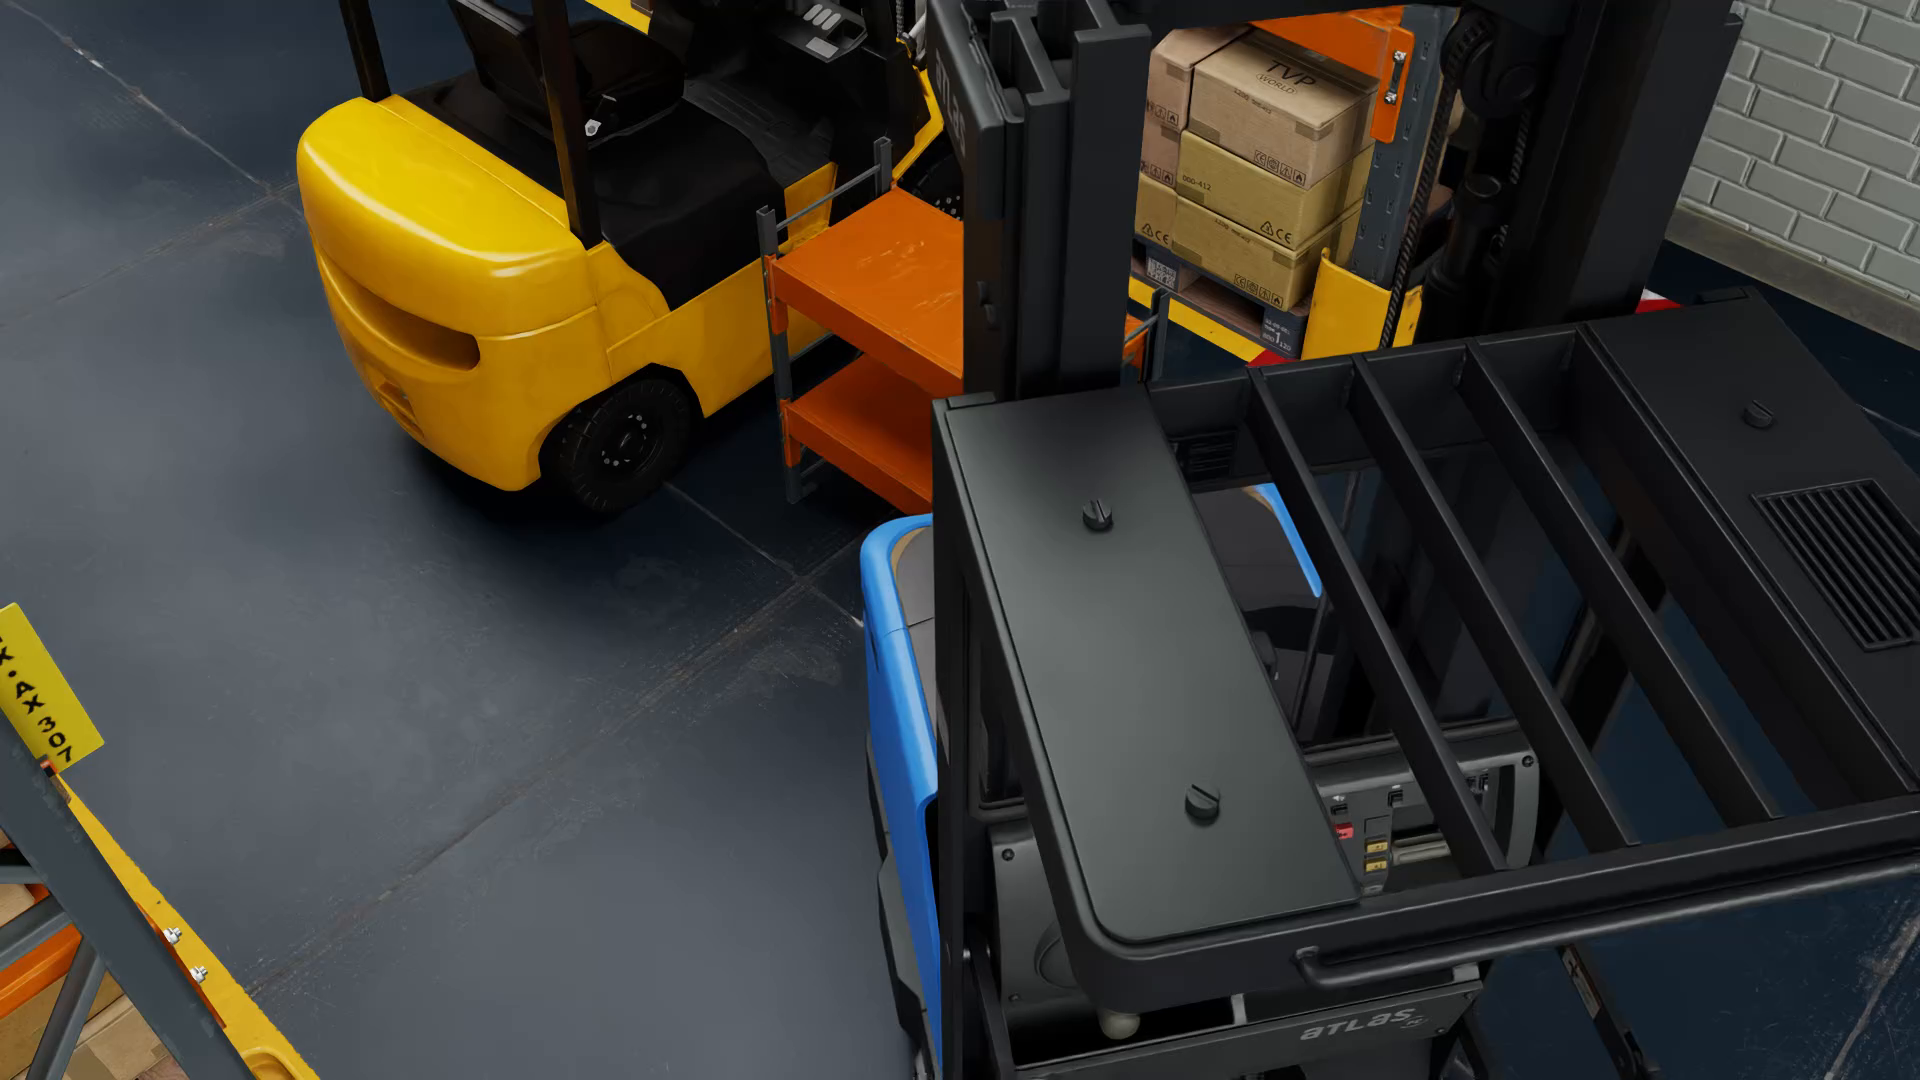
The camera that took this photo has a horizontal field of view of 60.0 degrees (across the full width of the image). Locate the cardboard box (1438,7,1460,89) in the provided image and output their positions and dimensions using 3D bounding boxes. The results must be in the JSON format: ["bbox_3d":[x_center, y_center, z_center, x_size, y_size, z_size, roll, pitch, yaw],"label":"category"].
[{"bbox_3d":[1.435,-1.734,5.733,0.500,0.250,0.500,33,55,27],"label":"cardboard box"}]

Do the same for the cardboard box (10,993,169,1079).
[{"bbox_3d":[-2.110,1.061,3.794,0.500,0.250,0.500,33,55,27],"label":"cardboard box"}]

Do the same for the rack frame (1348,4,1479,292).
[{"bbox_3d":[1.659,-1.850,4.930,0.127,3.000,1.000,34,55,28],"label":"rack frame"}]

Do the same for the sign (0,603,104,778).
[{"bbox_3d":[-1.337,0.224,2.388,0.005,0.325,0.100,34,55,28],"label":"sign"}]

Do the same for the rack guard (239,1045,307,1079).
[{"bbox_3d":[-1.760,1.629,3.378,0.348,0.500,1.175,34,55,28],"label":"rack guard"}]

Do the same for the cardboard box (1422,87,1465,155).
[{"bbox_3d":[1.455,-1.567,5.919,0.500,0.250,0.500,35,56,28],"label":"cardboard box"}]

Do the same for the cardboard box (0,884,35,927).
[{"bbox_3d":[-1.814,0.618,2.784,0.250,0.149,0.380,34,55,28],"label":"cardboard box"}]

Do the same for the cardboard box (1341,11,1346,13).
[{"bbox_3d":[1.120,-1.987,4.989,0.500,0.500,0.500,33,55,27],"label":"cardboard box"}]

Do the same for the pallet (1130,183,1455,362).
[{"bbox_3d":[1.069,-1.251,6.280,1.213,0.211,1.003,34,55,28],"label":"pallet"}]

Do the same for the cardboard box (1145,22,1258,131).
[{"bbox_3d":[0.730,-1.705,5.705,0.500,0.250,0.500,35,56,28],"label":"cardboard box"}]

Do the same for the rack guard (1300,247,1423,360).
[{"bbox_3d":[1.677,-0.983,5.830,0.348,0.500,1.175,34,55,28],"label":"rack guard"}]

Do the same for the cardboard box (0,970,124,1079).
[{"bbox_3d":[-2.127,0.793,3.531,0.500,0.500,0.500,32,55,27],"label":"cardboard box"}]

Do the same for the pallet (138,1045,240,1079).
[{"bbox_3d":[-2.333,1.307,3.878,1.213,0.211,1.003,34,55,28],"label":"pallet"}]

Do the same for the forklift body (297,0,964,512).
[{"bbox_3d":[-0.971,-1.520,5.202,1.214,2.155,2.313,34,55,28],"label":"forklift body"}]

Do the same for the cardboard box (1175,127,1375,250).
[{"bbox_3d":[1.090,-1.297,5.665,0.500,0.250,0.500,33,55,27],"label":"cardboard box"}]

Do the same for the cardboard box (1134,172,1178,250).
[{"bbox_3d":[0.741,-1.367,6.074,0.500,0.250,0.500,34,55,28],"label":"cardboard box"}]

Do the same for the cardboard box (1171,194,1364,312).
[{"bbox_3d":[1.100,-1.116,5.838,0.500,0.250,0.500,34,56,28],"label":"cardboard box"}]

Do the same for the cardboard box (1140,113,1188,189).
[{"bbox_3d":[0.728,-1.551,5.904,0.500,0.250,0.500,33,55,27],"label":"cardboard box"}]

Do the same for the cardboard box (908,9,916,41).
[{"bbox_3d":[-0.030,-2.044,6.367,0.500,0.250,0.500,34,55,28],"label":"cardboard box"}]

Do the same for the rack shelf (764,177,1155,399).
[{"bbox_3d":[-0.005,-0.589,4.630,1.000,0.278,0.538,34,55,28],"label":"rack shelf"}]

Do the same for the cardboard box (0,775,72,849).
[{"bbox_3d":[-1.864,0.292,2.646,0.500,0.500,0.500,33,55,27],"label":"cardboard box"}]

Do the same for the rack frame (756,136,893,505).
[{"bbox_3d":[-0.379,-0.640,5.079,0.032,1.125,0.500,34,55,28],"label":"rack frame"}]

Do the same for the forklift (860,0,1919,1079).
[{"bbox_3d":[0.557,0.672,2.608,1.130,2.935,3.031,-9,47,-8],"label":"forklift"}]

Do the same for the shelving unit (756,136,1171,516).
[{"bbox_3d":[-0.005,-0.388,4.843,1.048,1.125,0.538,34,55,28],"label":"shelving unit"}]

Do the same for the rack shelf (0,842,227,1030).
[{"bbox_3d":[-3.174,0.068,3.622,4.000,0.370,1.077,34,55,28],"label":"rack shelf"}]

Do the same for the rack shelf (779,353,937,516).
[{"bbox_3d":[-0.005,-0.221,5.021,1.000,0.278,0.538,34,55,28],"label":"rack shelf"}]

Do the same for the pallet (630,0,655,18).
[{"bbox_3d":[-0.724,-2.458,7.413,1.213,0.211,1.003,34,55,28],"label":"pallet"}]

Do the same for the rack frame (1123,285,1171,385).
[{"bbox_3d":[0.369,-0.137,4.607,0.032,1.125,0.500,34,55,28],"label":"rack frame"}]

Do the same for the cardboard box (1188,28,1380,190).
[{"bbox_3d":[1.109,-1.455,5.471,0.500,0.250,0.500,36,56,29],"label":"cardboard box"}]

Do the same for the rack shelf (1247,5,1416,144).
[{"bbox_3d":[0.190,-2.593,6.120,4.000,0.370,1.077,34,55,28],"label":"rack shelf"}]

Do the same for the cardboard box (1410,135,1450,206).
[{"bbox_3d":[1.431,-1.400,6.105,0.500,0.250,0.500,34,56,28],"label":"cardboard box"}]
